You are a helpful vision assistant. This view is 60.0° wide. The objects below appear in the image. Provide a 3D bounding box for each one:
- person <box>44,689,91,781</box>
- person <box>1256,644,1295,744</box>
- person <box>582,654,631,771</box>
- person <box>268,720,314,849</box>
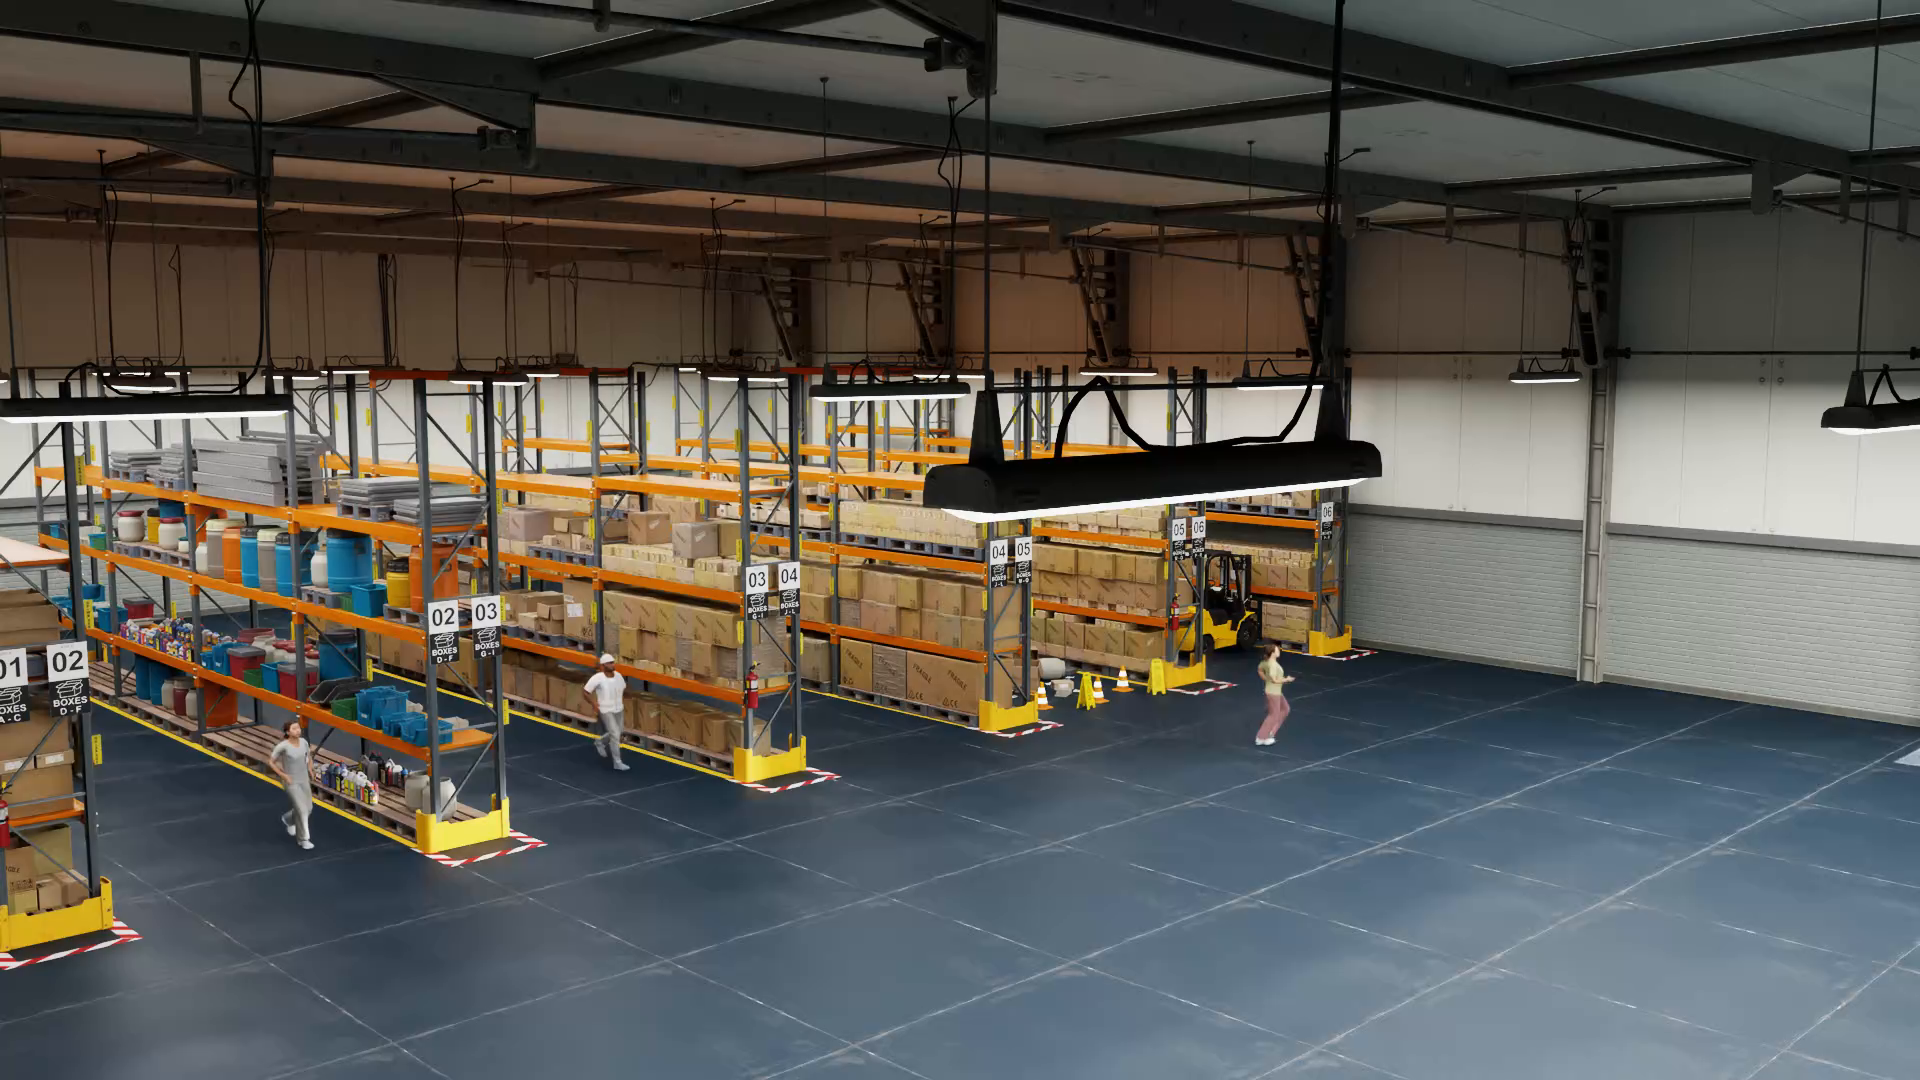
[{"bbox_3d":[-13.254,2.677,24.710,0.833,1.734,0.718,4,8,33],"label":"person"},{"bbox_3d":[5.079,2.485,26.812,0.600,1.660,0.562,0,6,3],"label":"person"},{"bbox_3d":[-5.348,2.605,25.356,0.901,1.744,0.714,5,8,38],"label":"person"},{"bbox_3d":[-8.573,3.113,21.347,0.688,1.651,0.574,4,8,33],"label":"person"}]
